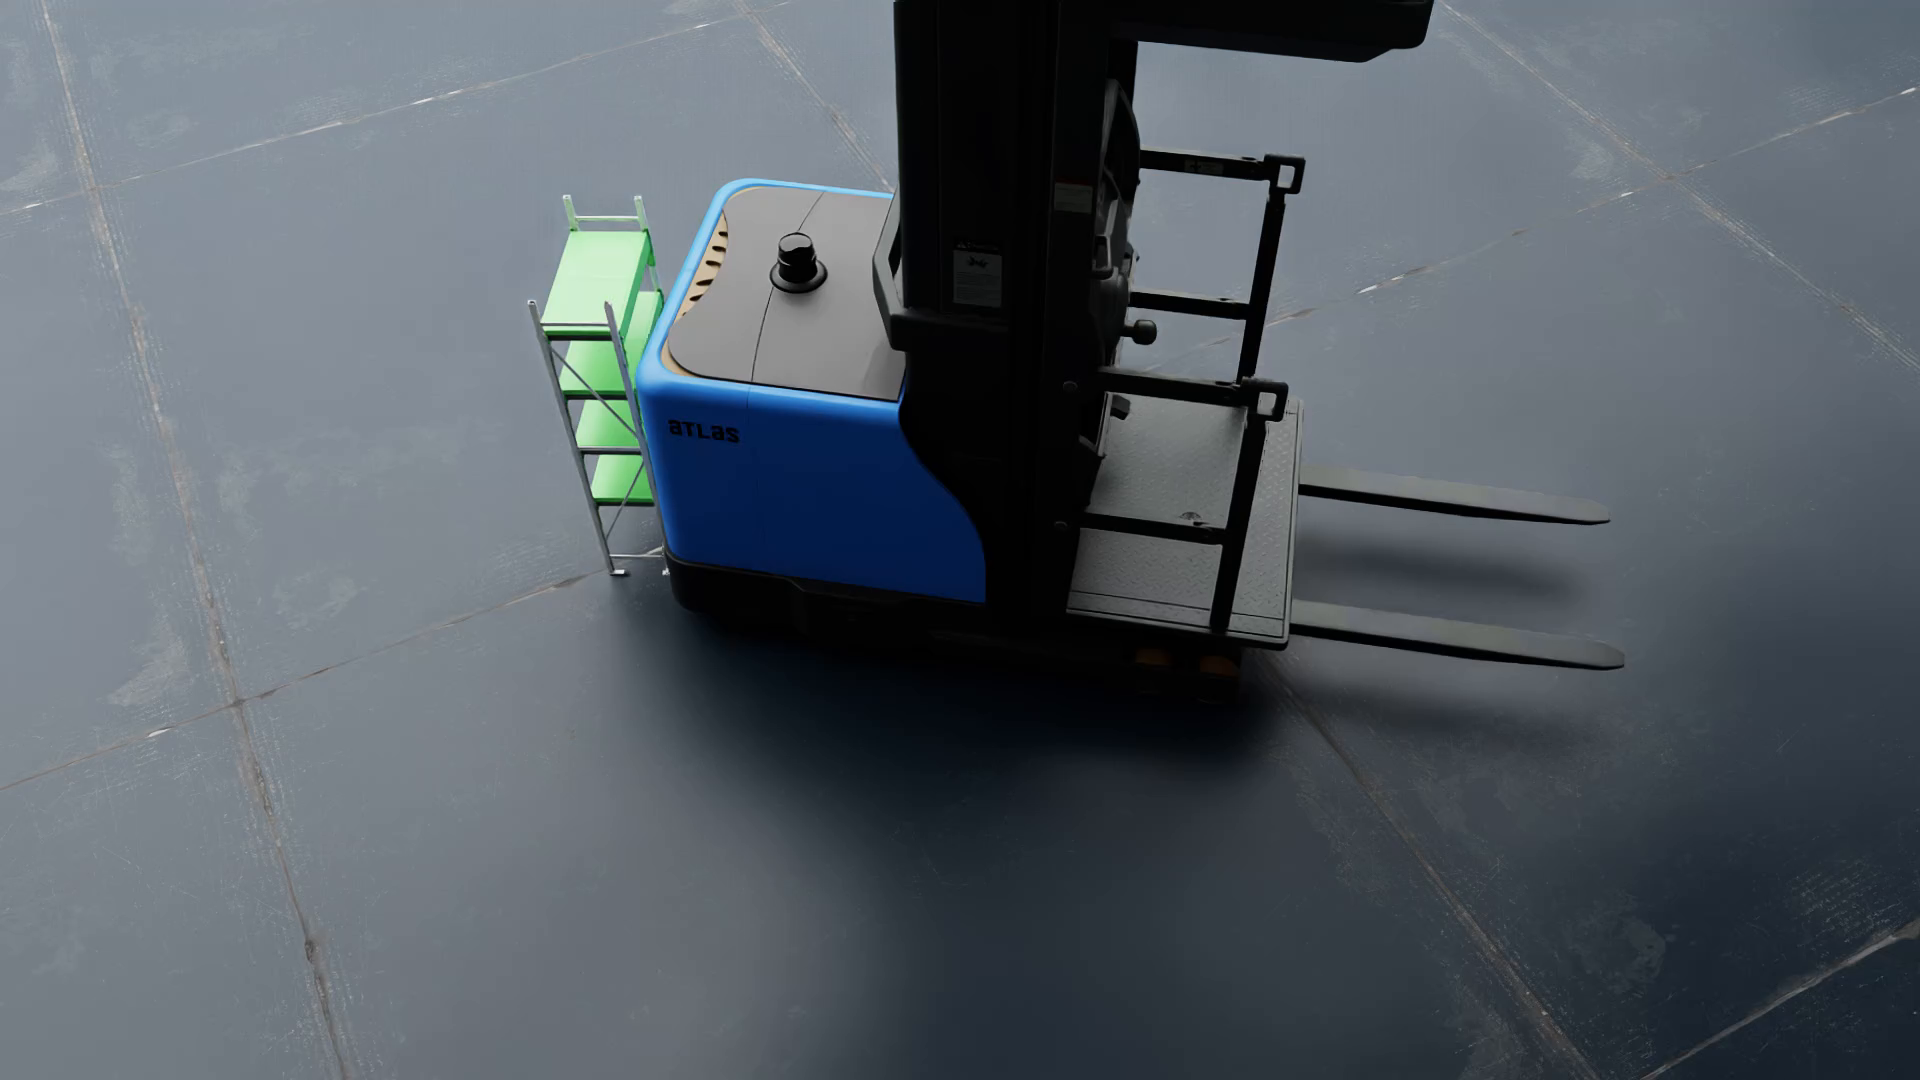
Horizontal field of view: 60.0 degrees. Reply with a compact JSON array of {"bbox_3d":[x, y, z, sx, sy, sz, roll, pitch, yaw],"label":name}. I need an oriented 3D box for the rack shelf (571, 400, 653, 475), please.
[{"bbox_3d":[-1.080,-0.424,5.402,0.258,0.148,0.480,1,49,3],"label":"rack shelf"}]

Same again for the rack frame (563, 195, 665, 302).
[{"bbox_3d":[-1.069,-0.649,5.515,0.240,1.200,0.015,1,49,3],"label":"rack frame"}]

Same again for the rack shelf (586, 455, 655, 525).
[{"bbox_3d":[-1.071,-0.266,5.582,0.258,0.148,0.480,1,49,3],"label":"rack shelf"}]

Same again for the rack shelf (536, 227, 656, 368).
[{"bbox_3d":[-1.096,-0.740,5.042,0.258,0.148,0.480,1,49,3],"label":"rack shelf"}]

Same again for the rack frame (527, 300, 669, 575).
[{"bbox_3d":[-1.094,-0.283,5.194,0.240,1.200,0.015,1,49,3],"label":"rack frame"}]

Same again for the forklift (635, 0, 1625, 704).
[{"bbox_3d":[0.615,-0.880,4.572,3.031,2.935,1.130,8,49,7],"label":"forklift"}]

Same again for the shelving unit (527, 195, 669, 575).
[{"bbox_3d":[-1.082,-0.466,5.354,0.258,1.200,0.503,1,49,3],"label":"shelving unit"}]

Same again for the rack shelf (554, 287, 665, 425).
[{"bbox_3d":[-1.088,-0.582,5.222,0.258,0.148,0.480,1,49,3],"label":"rack shelf"}]
